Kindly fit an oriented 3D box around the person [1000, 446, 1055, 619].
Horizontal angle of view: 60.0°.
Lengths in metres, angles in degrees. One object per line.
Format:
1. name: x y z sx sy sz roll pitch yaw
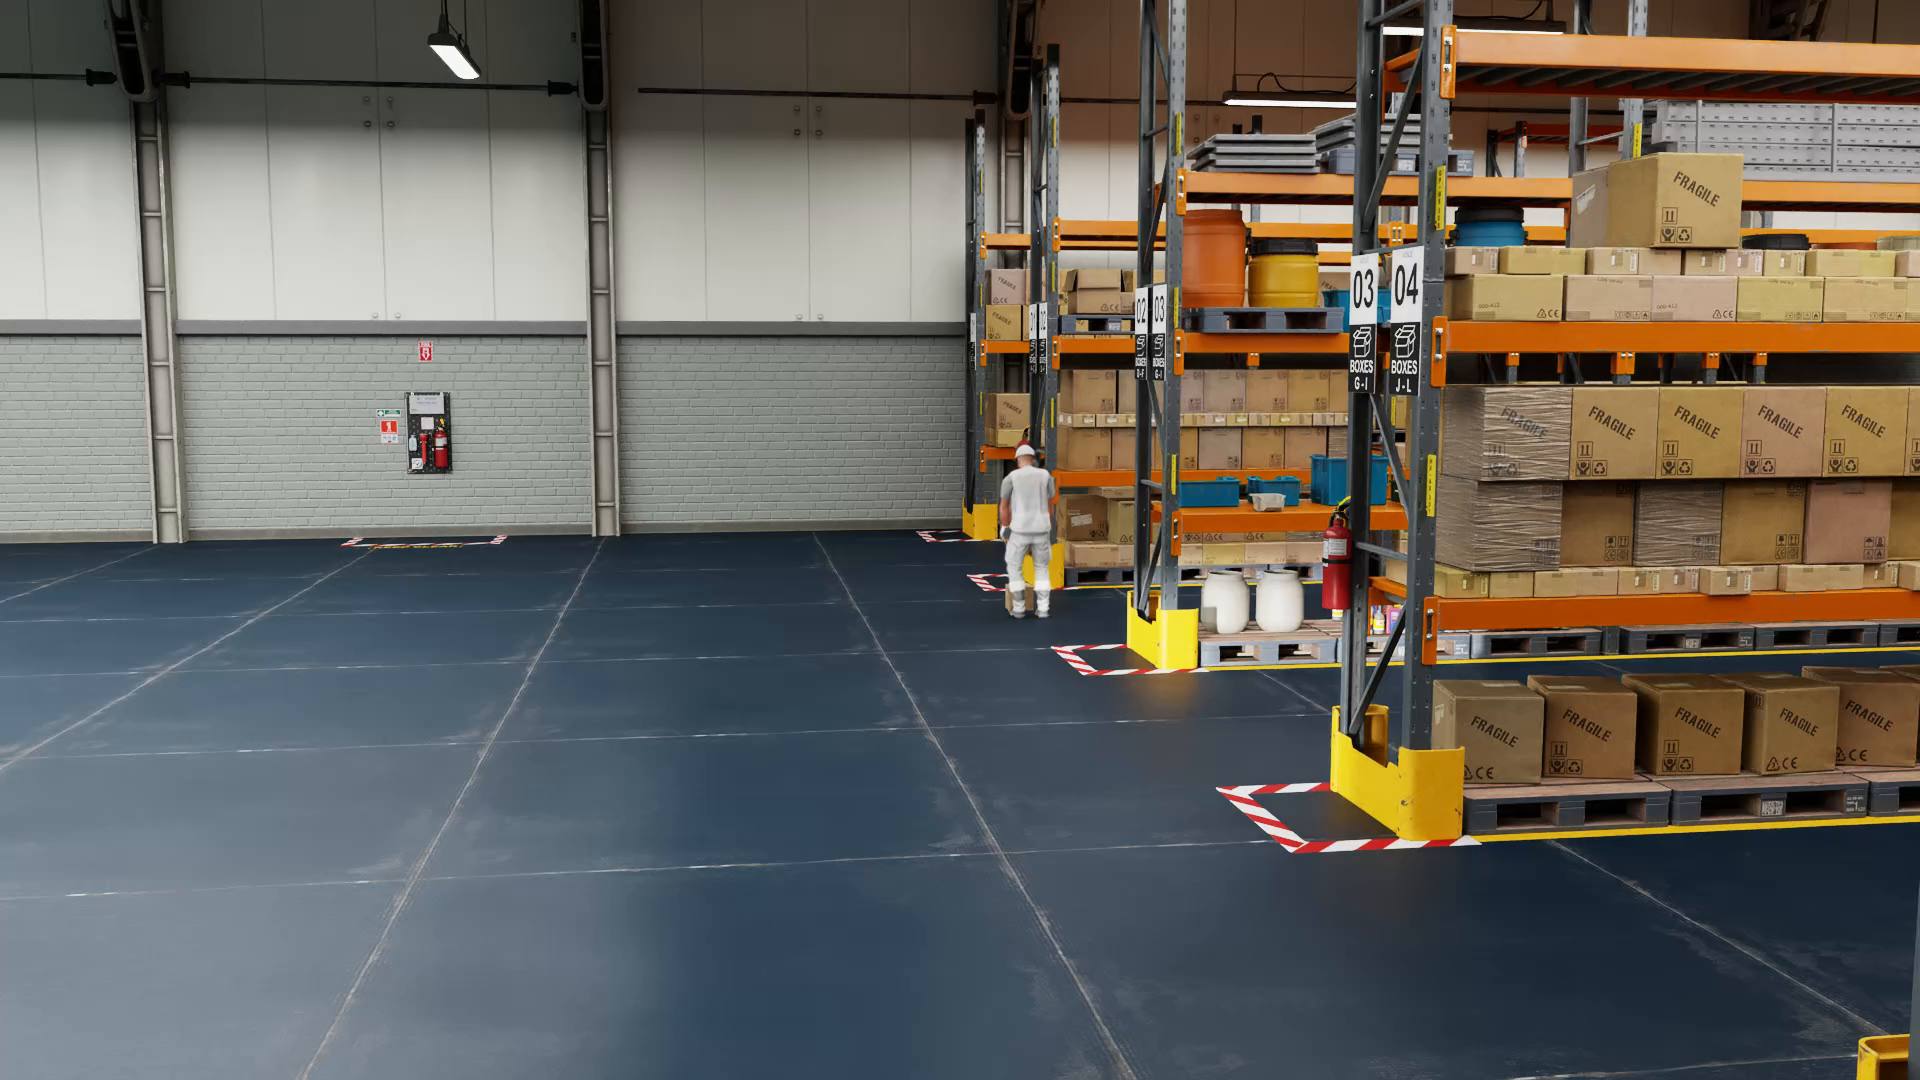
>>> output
1. person: 0.667 -0.081 16.684 0.551 1.712 0.496 -1 6 -7
